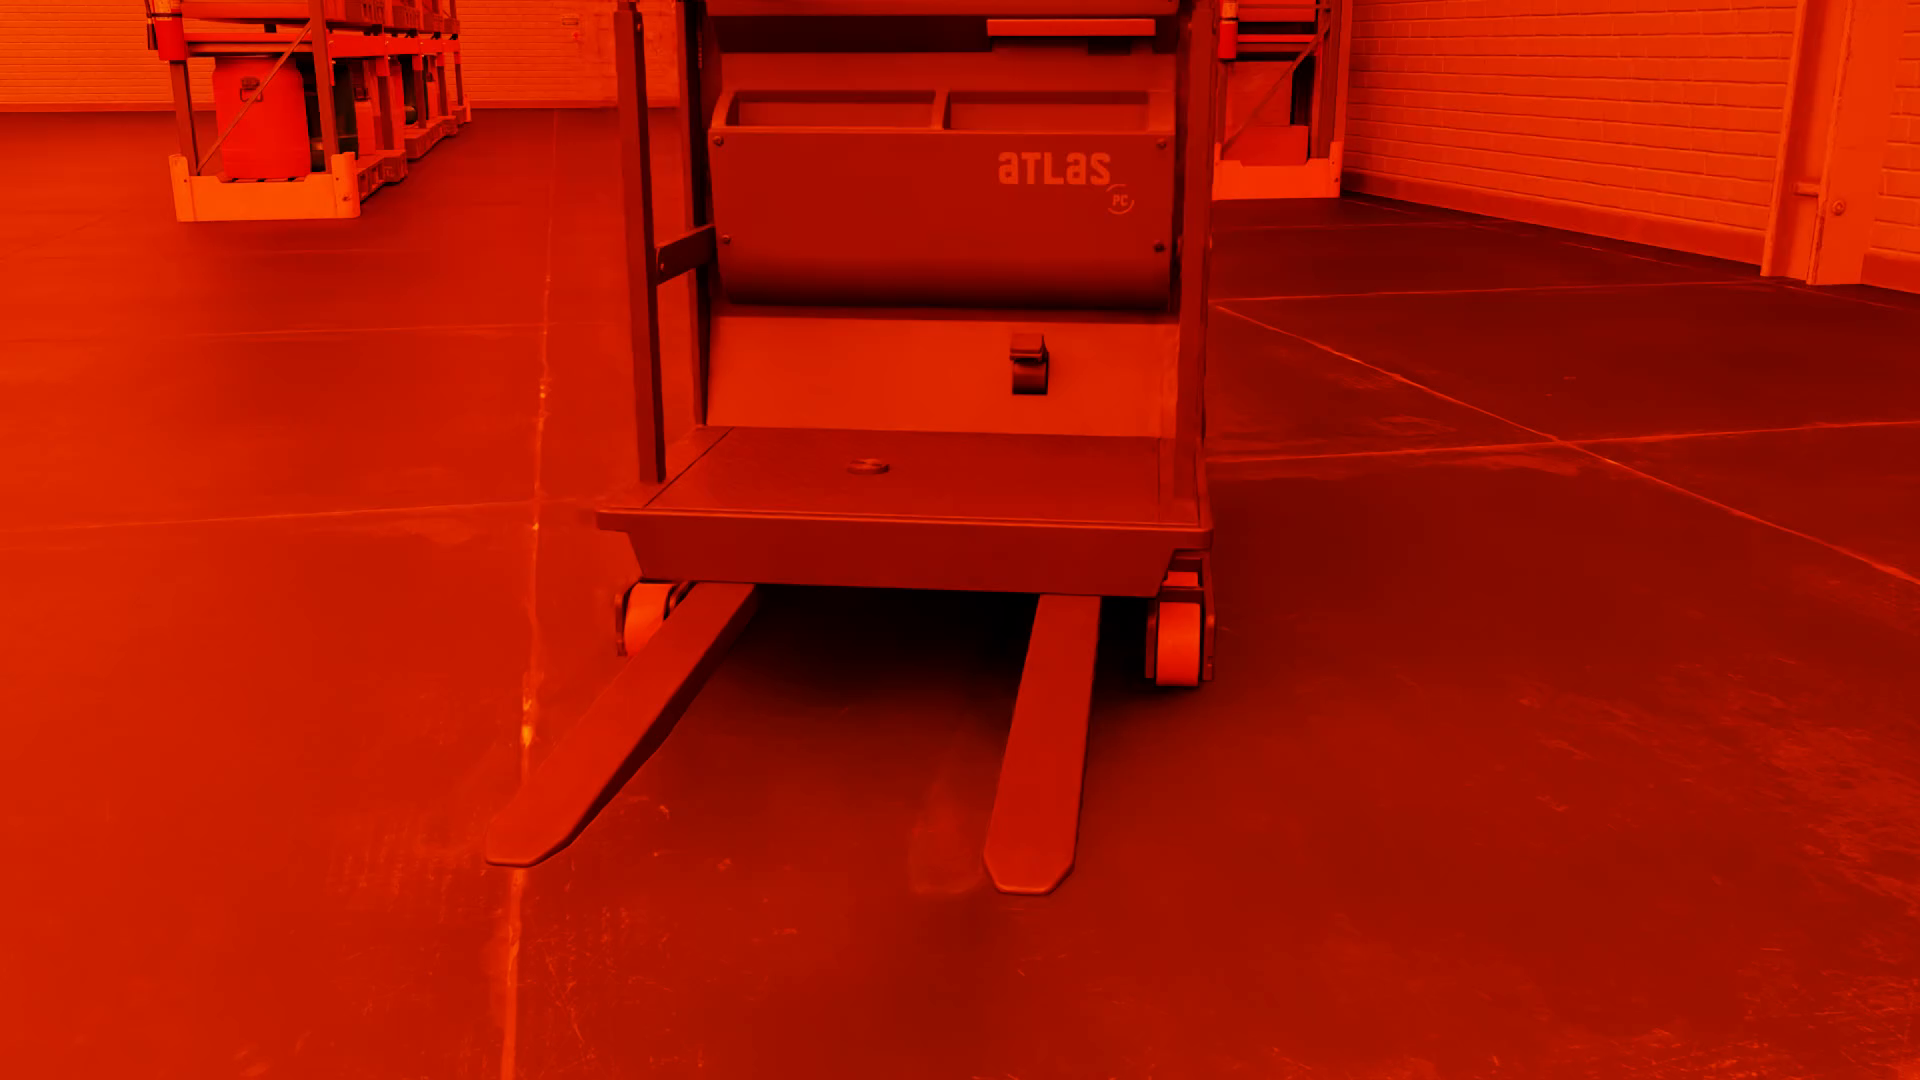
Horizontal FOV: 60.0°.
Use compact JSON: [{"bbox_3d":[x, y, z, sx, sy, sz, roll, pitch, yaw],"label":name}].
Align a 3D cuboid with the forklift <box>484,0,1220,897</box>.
[{"bbox_3d":[-0.057,-1.231,3.011,1.130,2.935,3.031,2,17,6],"label":"forklift"}]
